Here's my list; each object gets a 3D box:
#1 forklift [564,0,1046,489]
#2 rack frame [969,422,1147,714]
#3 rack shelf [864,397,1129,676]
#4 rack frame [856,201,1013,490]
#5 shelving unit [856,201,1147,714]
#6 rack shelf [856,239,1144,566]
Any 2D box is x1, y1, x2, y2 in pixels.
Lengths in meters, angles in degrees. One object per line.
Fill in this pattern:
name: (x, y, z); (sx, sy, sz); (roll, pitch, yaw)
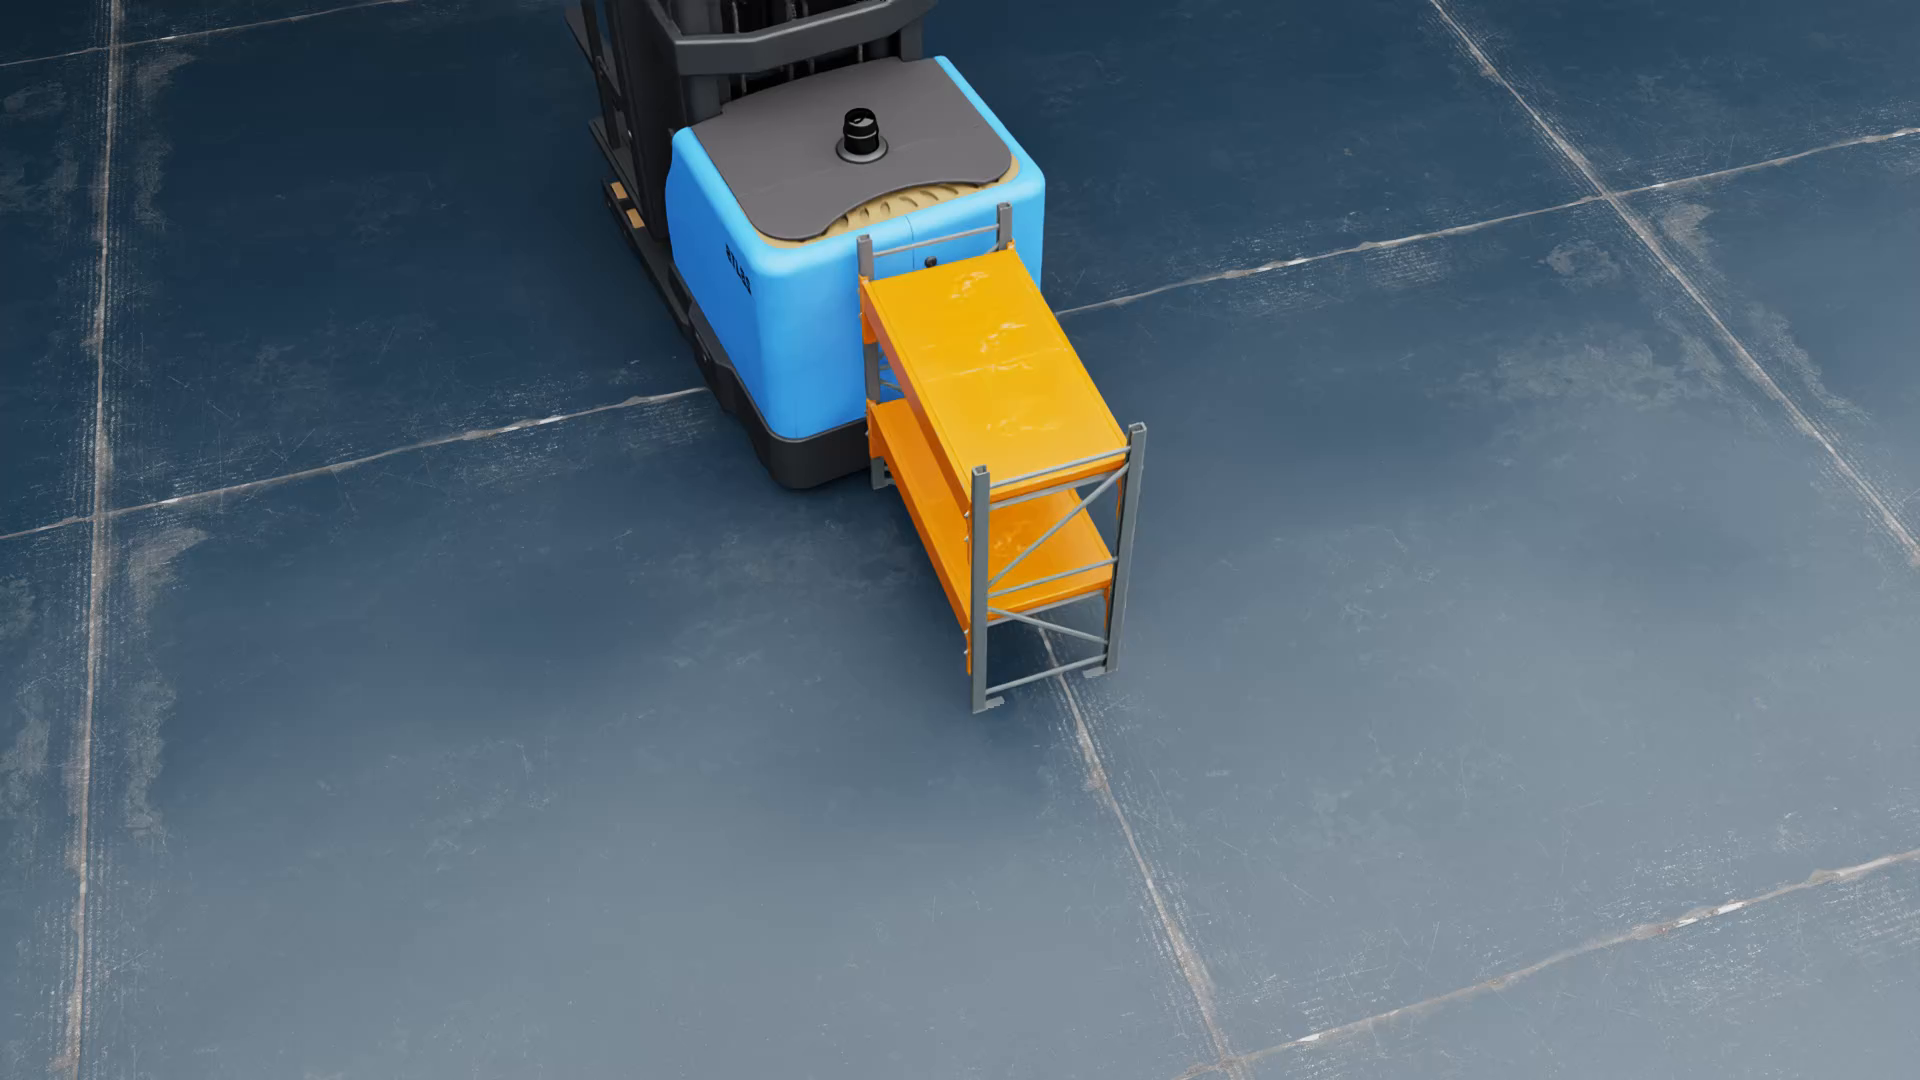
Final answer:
forklift: (-0.809, -2.264, 5.741); (1.130, 2.935, 3.031); (-21, 53, -17)
rack frame: (0.271, 0.115, 4.917); (0.500, 1.125, 0.032); (-16, 52, -13)
rack shelf: (0.097, -0.093, 5.412); (0.538, 0.278, 1.000); (-16, 52, -13)
rack frame: (-0.076, -0.616, 5.533); (0.500, 1.125, 0.032); (-16, 52, -13)
shelving unit: (0.097, -0.250, 5.225); (0.538, 1.125, 1.048); (-16, 52, -13)
rack shelf: (0.097, -0.439, 5.002); (0.538, 0.278, 1.000); (-16, 52, -13)
